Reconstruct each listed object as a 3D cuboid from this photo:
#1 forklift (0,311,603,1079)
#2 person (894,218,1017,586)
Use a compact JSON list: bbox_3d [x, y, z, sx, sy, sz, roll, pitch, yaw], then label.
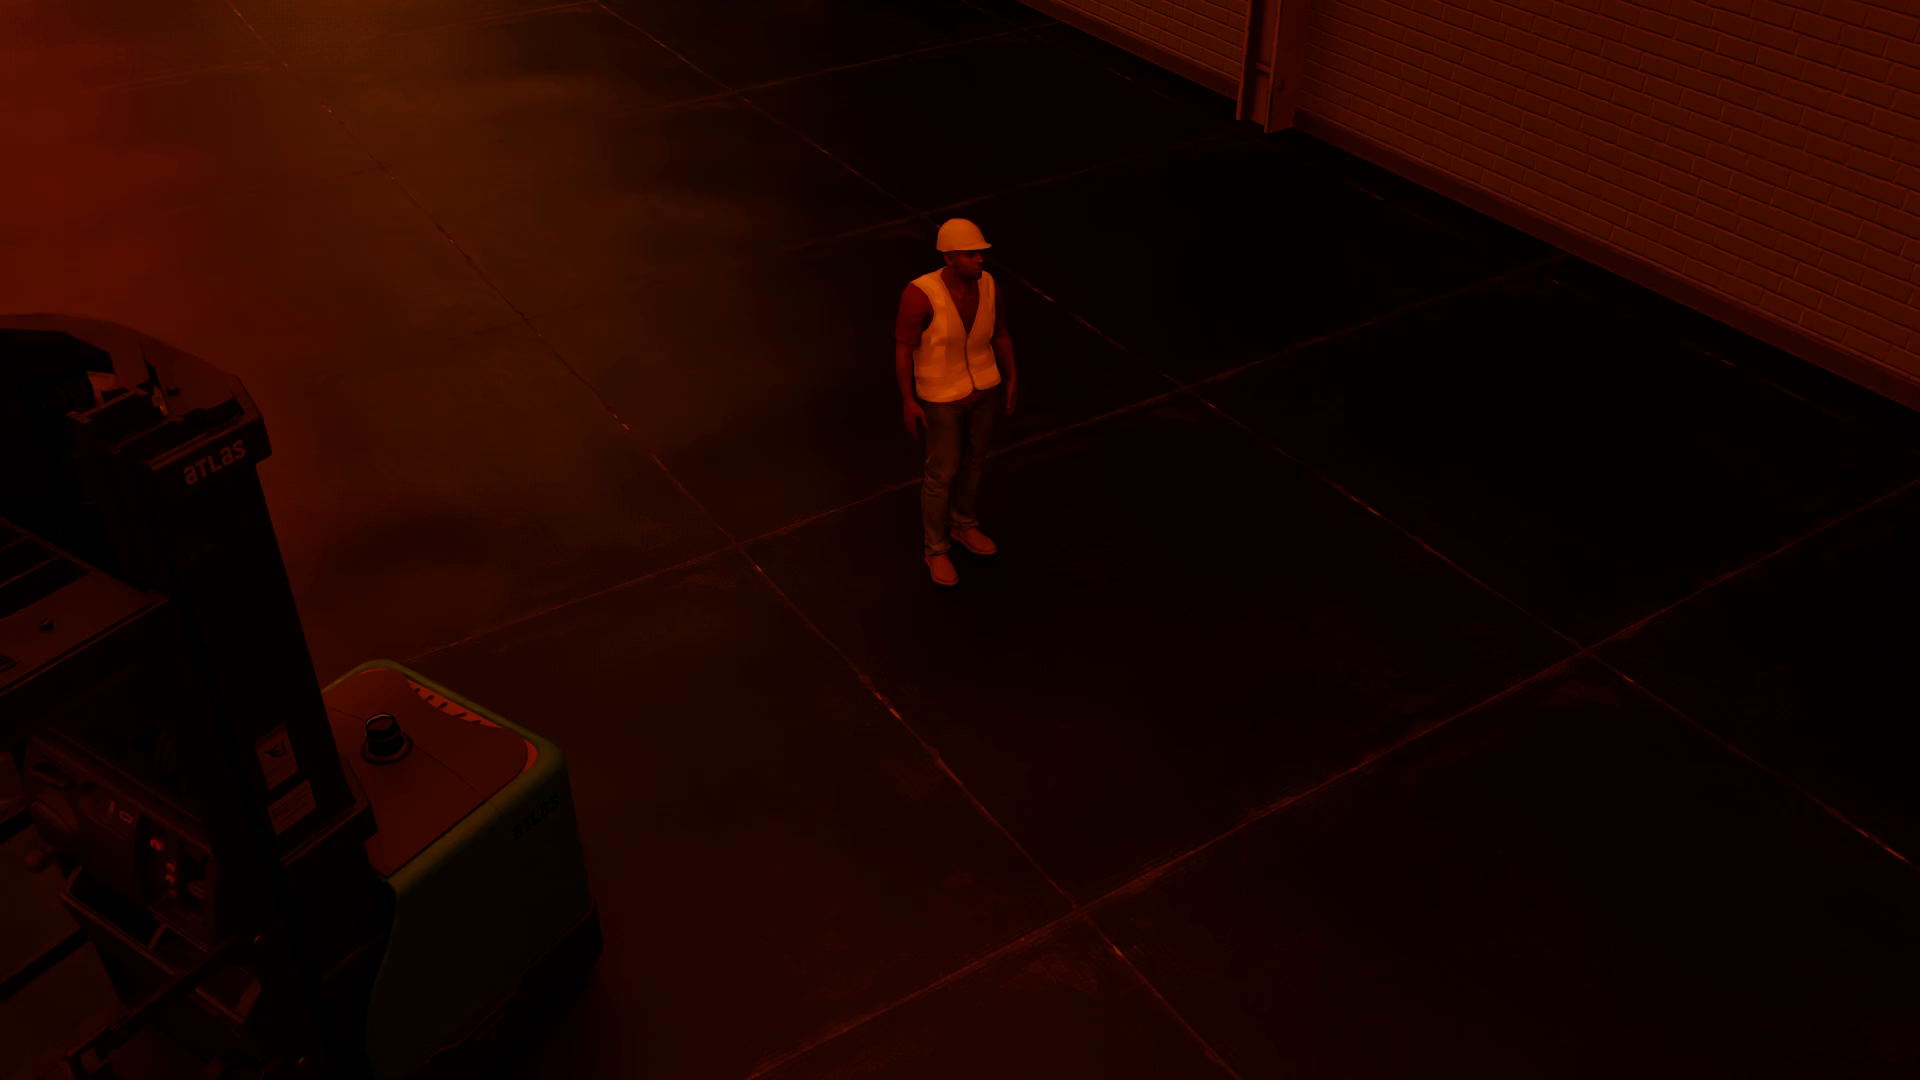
[{"bbox_3d":[-2.598,0.960,4.781,1.130,2.935,3.031,21,40,27],"label":"forklift"},{"bbox_3d":[0.033,-0.693,8.134,0.665,1.765,0.576,-21,40,-27],"label":"person"}]
